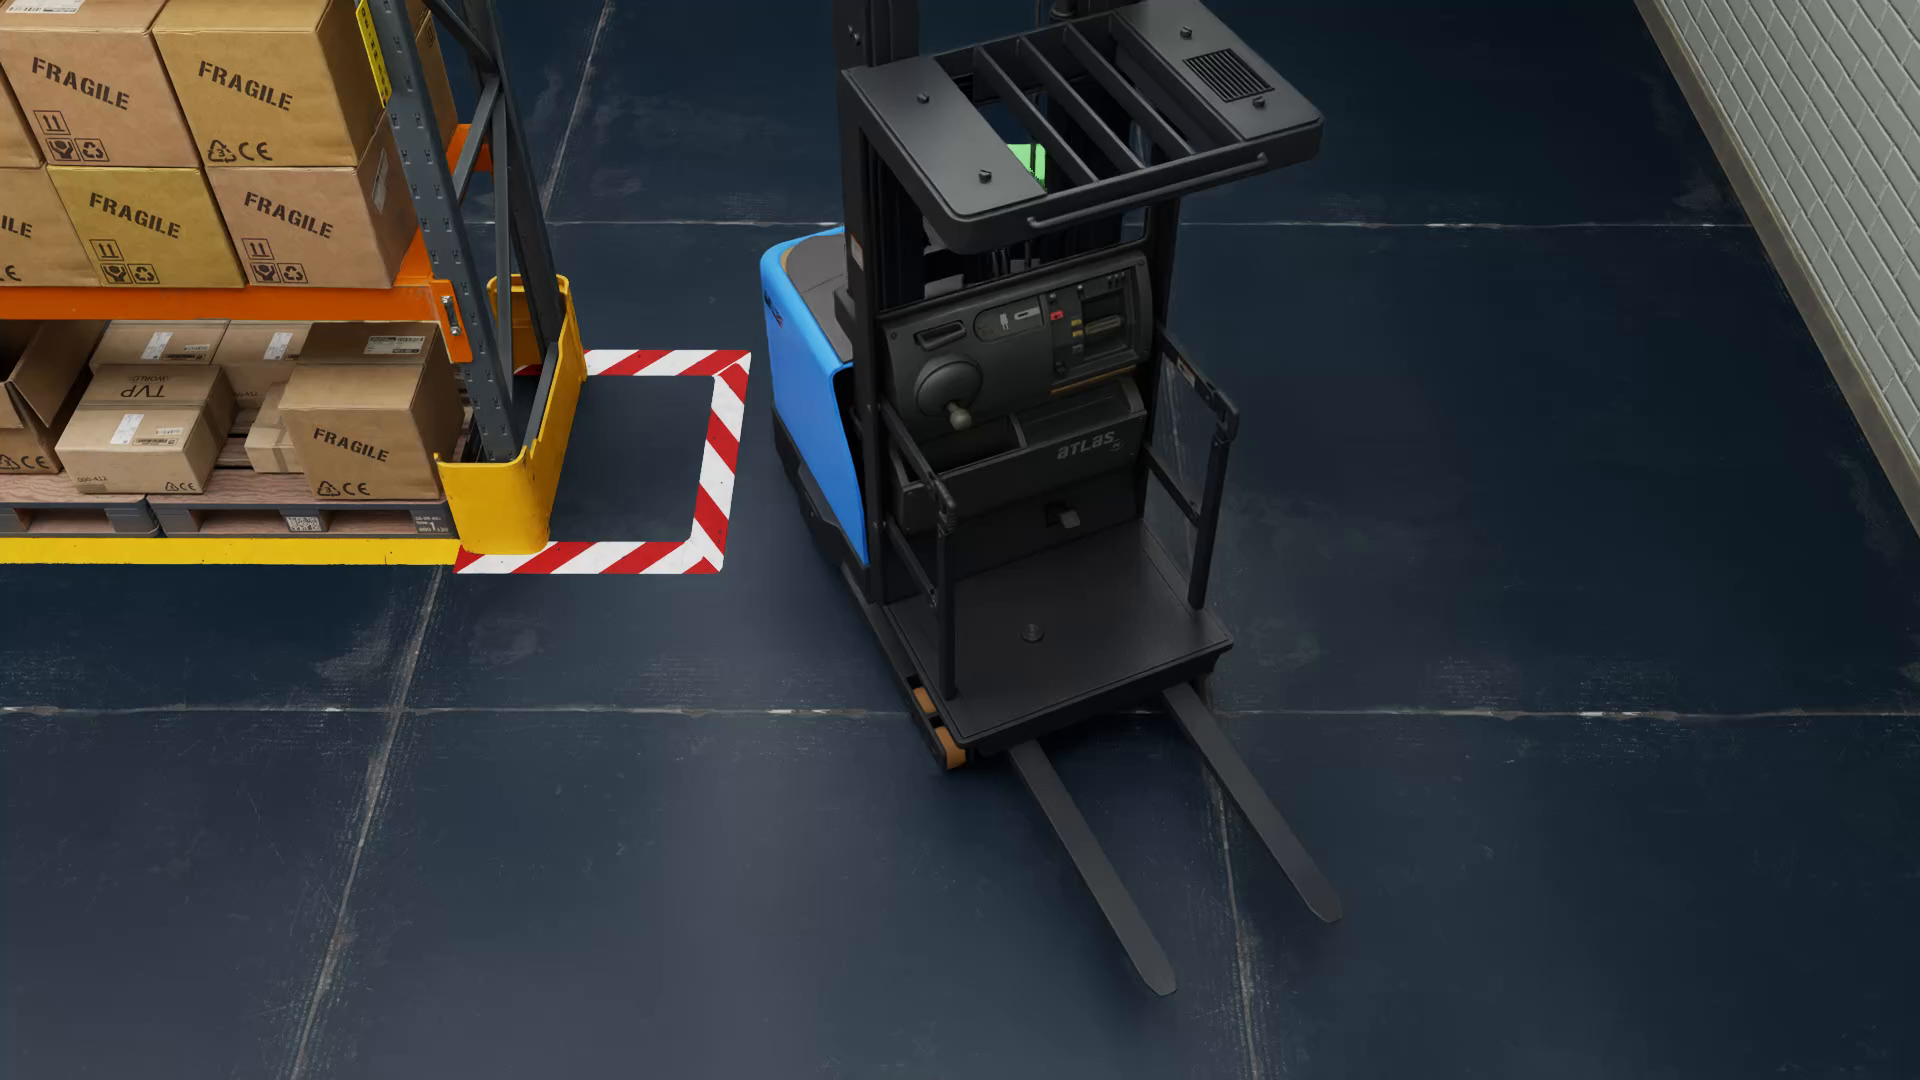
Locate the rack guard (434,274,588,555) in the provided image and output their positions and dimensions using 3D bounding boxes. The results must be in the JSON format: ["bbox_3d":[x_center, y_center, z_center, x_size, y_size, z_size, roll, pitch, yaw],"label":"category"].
[{"bbox_3d":[-1.842,-0.540,6.911,0.348,0.500,1.175,0,47,0],"label":"rack guard"}]

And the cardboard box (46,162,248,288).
[{"bbox_3d":[-2.734,-1.226,5.774,0.500,0.500,0.500,1,47,0],"label":"cardboard box"}]

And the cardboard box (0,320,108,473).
[{"bbox_3d":[-3.887,-0.700,6.758,0.637,0.503,0.797,0,47,0],"label":"cardboard box"}]

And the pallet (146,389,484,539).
[{"bbox_3d":[-2.639,-0.443,7.018,1.213,0.211,1.003,0,47,0],"label":"pallet"}]

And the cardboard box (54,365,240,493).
[{"bbox_3d":[-3.261,-0.450,6.698,0.500,0.250,0.500,0,47,0],"label":"cardboard box"}]

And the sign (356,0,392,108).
[{"bbox_3d":[-1.788,-1.487,5.078,0.005,0.325,0.100,0,47,0],"label":"sign"}]

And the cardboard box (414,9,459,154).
[{"bbox_3d":[-2.209,-1.620,6.140,0.500,0.500,0.500,1,47,1],"label":"cardboard box"}]

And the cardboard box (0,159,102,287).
[{"bbox_3d":[-3.233,-1.232,5.779,0.500,0.500,0.500,0,47,0],"label":"cardboard box"}]

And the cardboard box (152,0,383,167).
[{"bbox_3d":[-2.212,-1.566,5.407,0.500,0.500,0.500,0,47,0],"label":"cardboard box"}]

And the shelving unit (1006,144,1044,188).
[{"bbox_3d":[0.262,-1.201,7.048,0.503,1.200,0.258,0,47,0],"label":"shelving unit"}]

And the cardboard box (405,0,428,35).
[{"bbox_3d":[-2.209,-1.960,5.774,0.500,0.500,0.500,1,47,1],"label":"cardboard box"}]

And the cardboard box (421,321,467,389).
[{"bbox_3d":[-2.183,-0.823,7.114,0.250,0.149,0.380,0,47,0],"label":"cardboard box"}]

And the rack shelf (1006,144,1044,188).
[{"bbox_3d":[0.262,-1.484,6.743,0.480,0.148,0.258,0,47,0],"label":"rack shelf"}]

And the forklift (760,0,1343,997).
[{"bbox_3d":[0.294,-0.544,5.254,1.130,2.935,3.031,-19,50,-16],"label":"forklift"}]

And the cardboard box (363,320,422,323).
[{"bbox_3d":[-2.433,-0.829,7.108,0.250,0.166,0.380,0,47,0],"label":"cardboard box"}]

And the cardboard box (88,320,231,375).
[{"bbox_3d":[-3.309,-0.816,7.039,0.500,0.250,0.500,0,47,0],"label":"cardboard box"}]

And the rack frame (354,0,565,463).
[{"bbox_3d":[-1.766,-1.391,5.996,0.127,3.000,1.000,0,47,0],"label":"rack frame"}]

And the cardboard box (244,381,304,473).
[{"bbox_3d":[-2.715,-0.464,6.768,0.250,0.166,0.380,0,47,0],"label":"cardboard box"}]

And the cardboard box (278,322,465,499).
[{"bbox_3d":[-2.311,-0.511,6.583,0.500,0.500,0.500,0,47,0],"label":"cardboard box"}]

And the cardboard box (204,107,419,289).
[{"bbox_3d":[-2.215,-1.227,5.775,0.500,0.500,0.500,1,47,1],"label":"cardboard box"}]

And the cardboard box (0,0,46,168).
[{"bbox_3d":[-3.236,-1.565,5.406,0.500,0.500,0.500,1,47,1],"label":"cardboard box"}]

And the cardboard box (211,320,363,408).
[{"bbox_3d":[-2.809,-0.815,7.037,0.500,0.250,0.500,0,47,0],"label":"cardboard box"}]

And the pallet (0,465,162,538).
[{"bbox_3d":[-3.856,-0.448,7.023,1.213,0.211,1.003,0,47,0],"label":"pallet"}]

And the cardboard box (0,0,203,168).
[{"bbox_3d":[-2.717,-1.567,5.408,0.500,0.500,0.500,1,47,1],"label":"cardboard box"}]

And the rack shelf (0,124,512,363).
[{"bbox_3d":[-3.766,-1.152,6.264,4.000,0.370,1.077,0,47,0],"label":"rack shelf"}]
